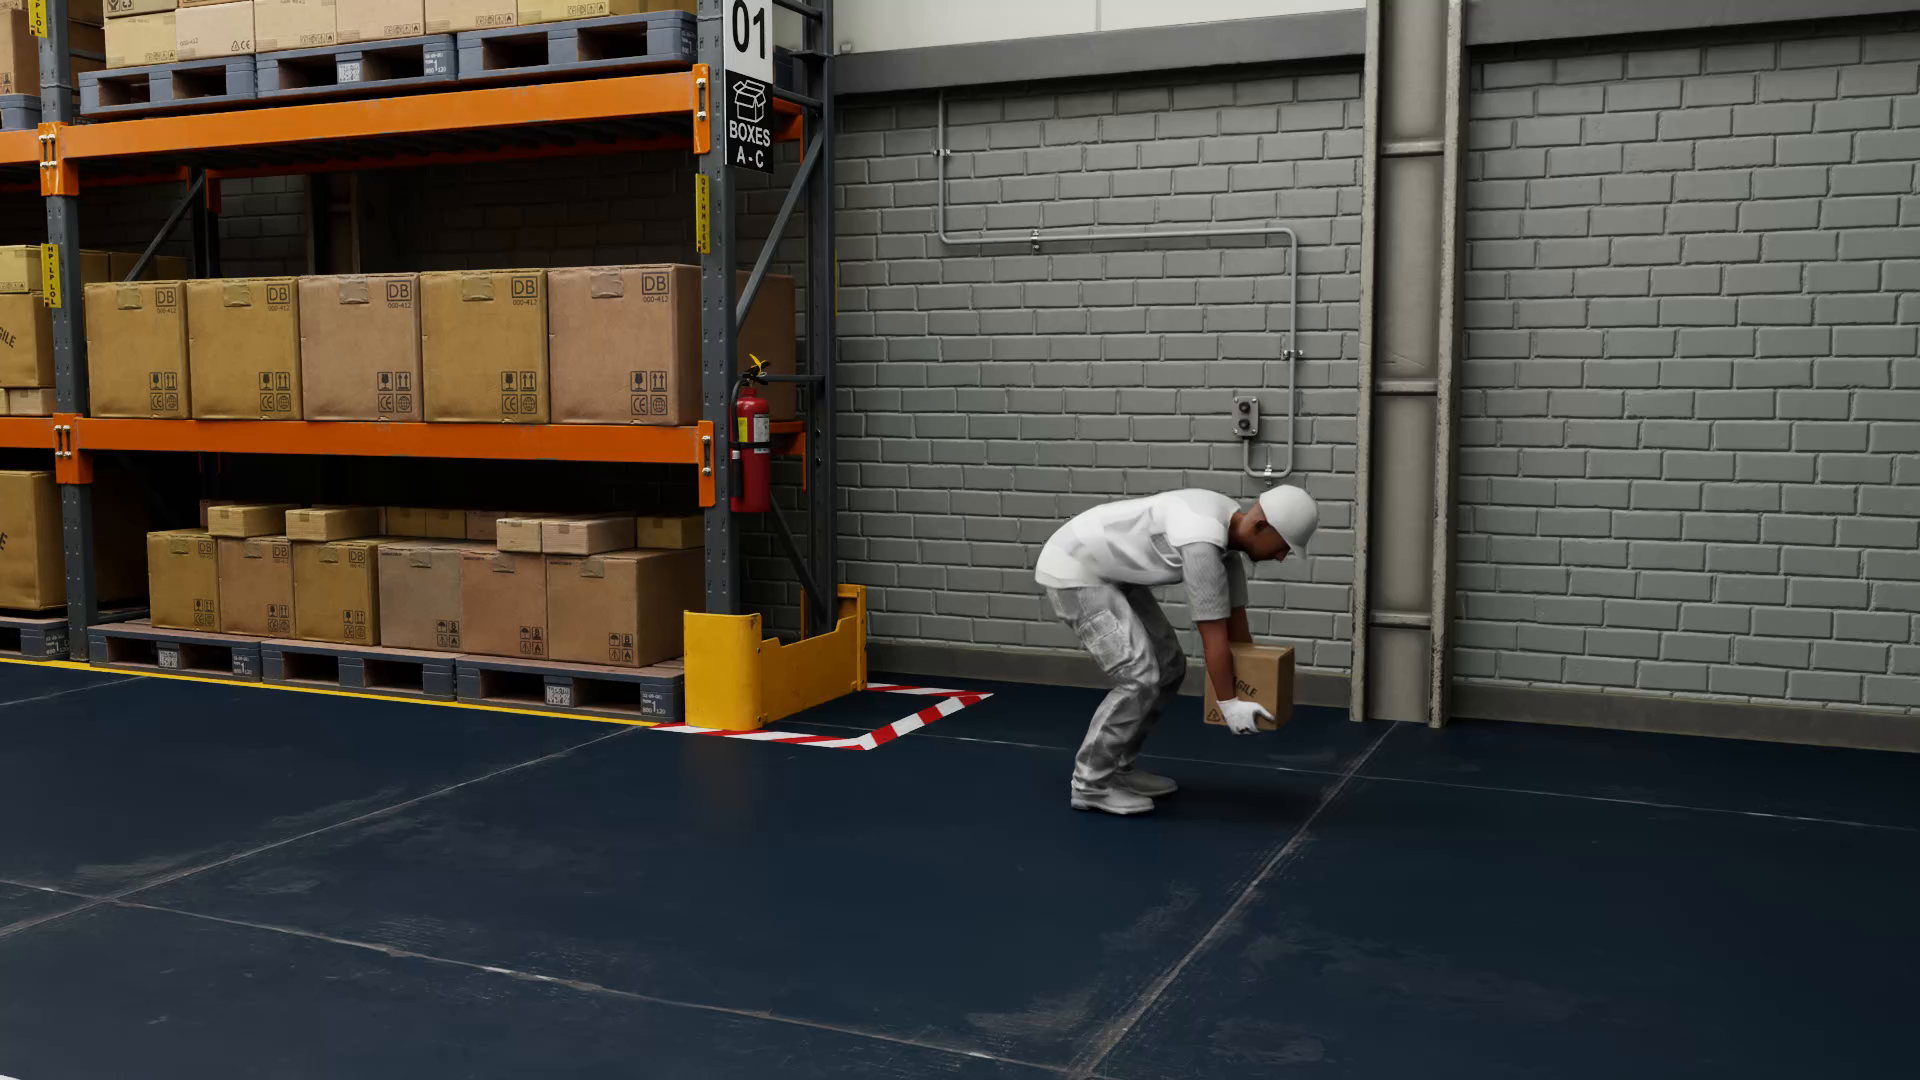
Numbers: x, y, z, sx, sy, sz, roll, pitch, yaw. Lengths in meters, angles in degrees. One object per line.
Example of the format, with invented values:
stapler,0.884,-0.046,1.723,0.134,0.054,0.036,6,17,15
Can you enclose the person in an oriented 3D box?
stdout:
person,0.754,0.371,5.830,0.970,1.146,0.531,2,6,21
